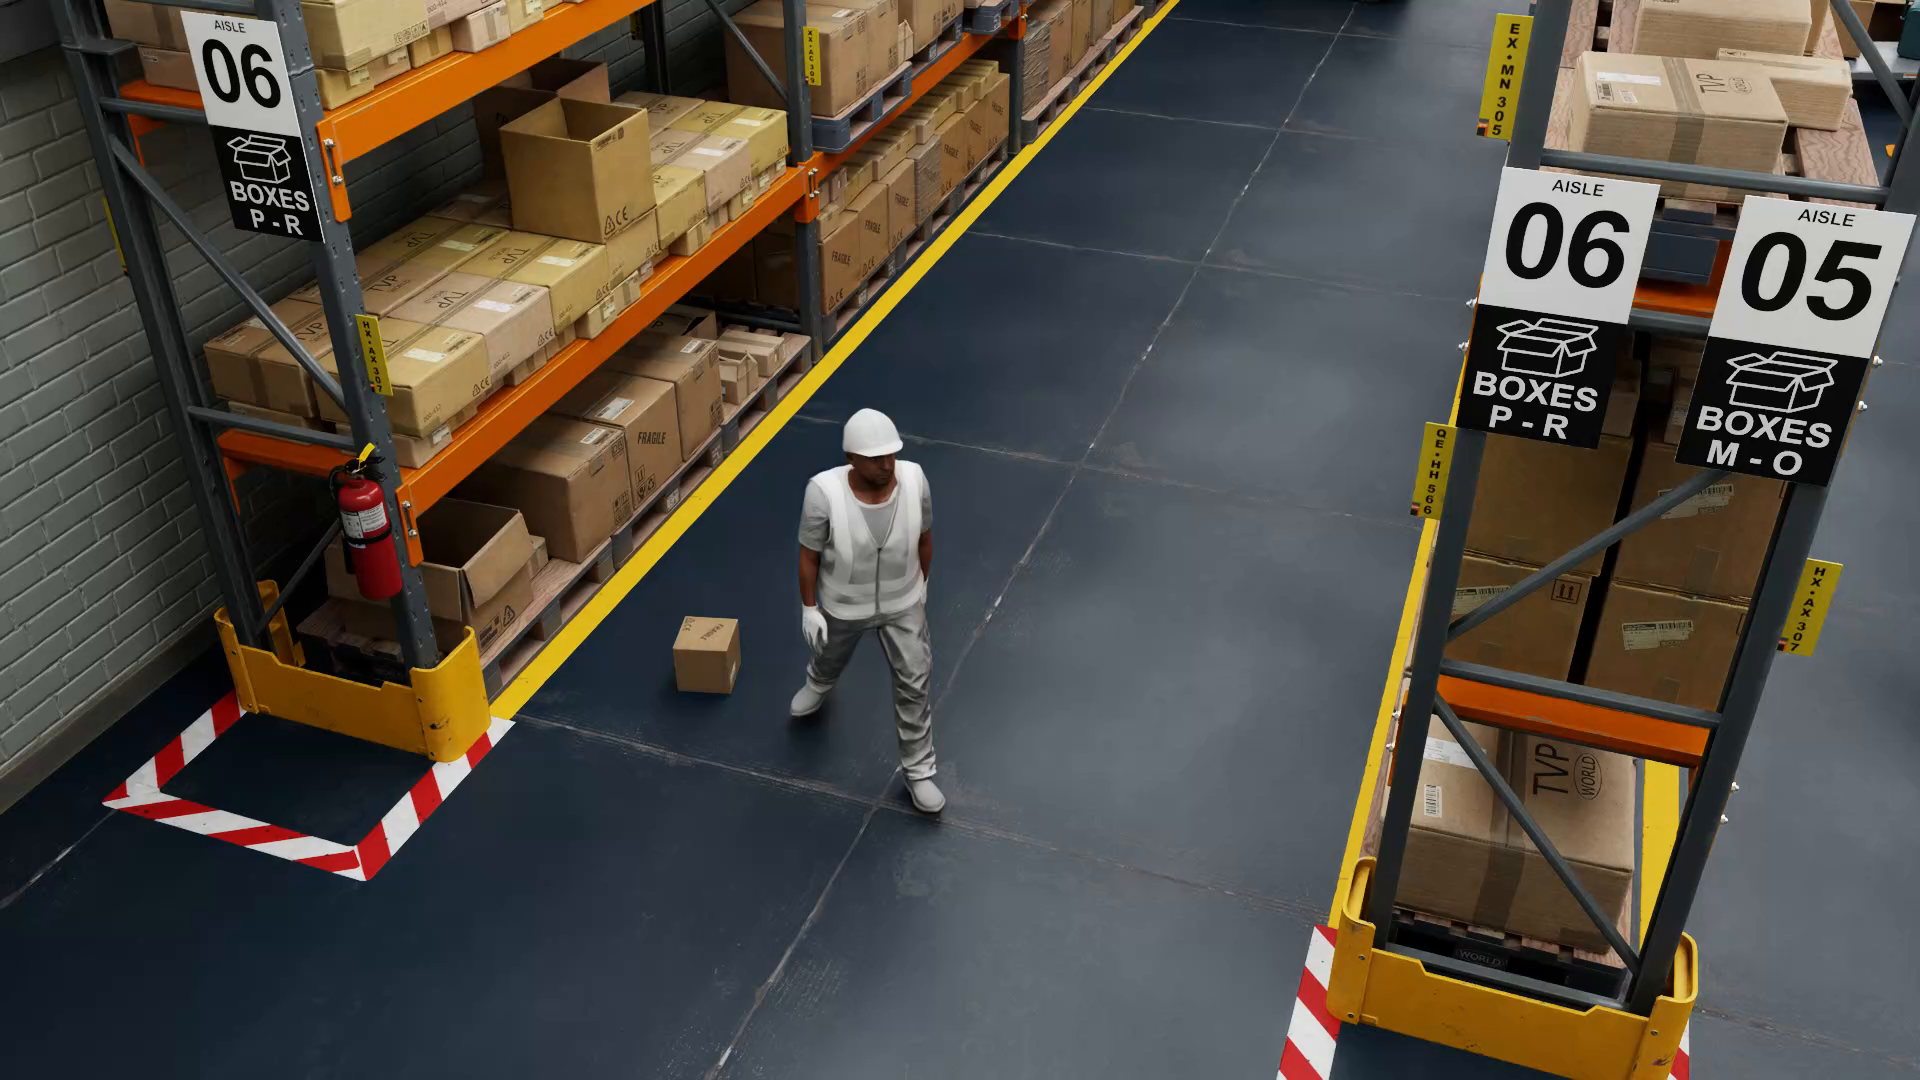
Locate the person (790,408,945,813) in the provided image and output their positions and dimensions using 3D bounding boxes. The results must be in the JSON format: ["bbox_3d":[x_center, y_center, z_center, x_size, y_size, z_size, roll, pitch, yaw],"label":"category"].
[{"bbox_3d":[-0.407,0.202,6.814,0.598,1.767,0.901,-7,34,-11],"label":"person"}]
